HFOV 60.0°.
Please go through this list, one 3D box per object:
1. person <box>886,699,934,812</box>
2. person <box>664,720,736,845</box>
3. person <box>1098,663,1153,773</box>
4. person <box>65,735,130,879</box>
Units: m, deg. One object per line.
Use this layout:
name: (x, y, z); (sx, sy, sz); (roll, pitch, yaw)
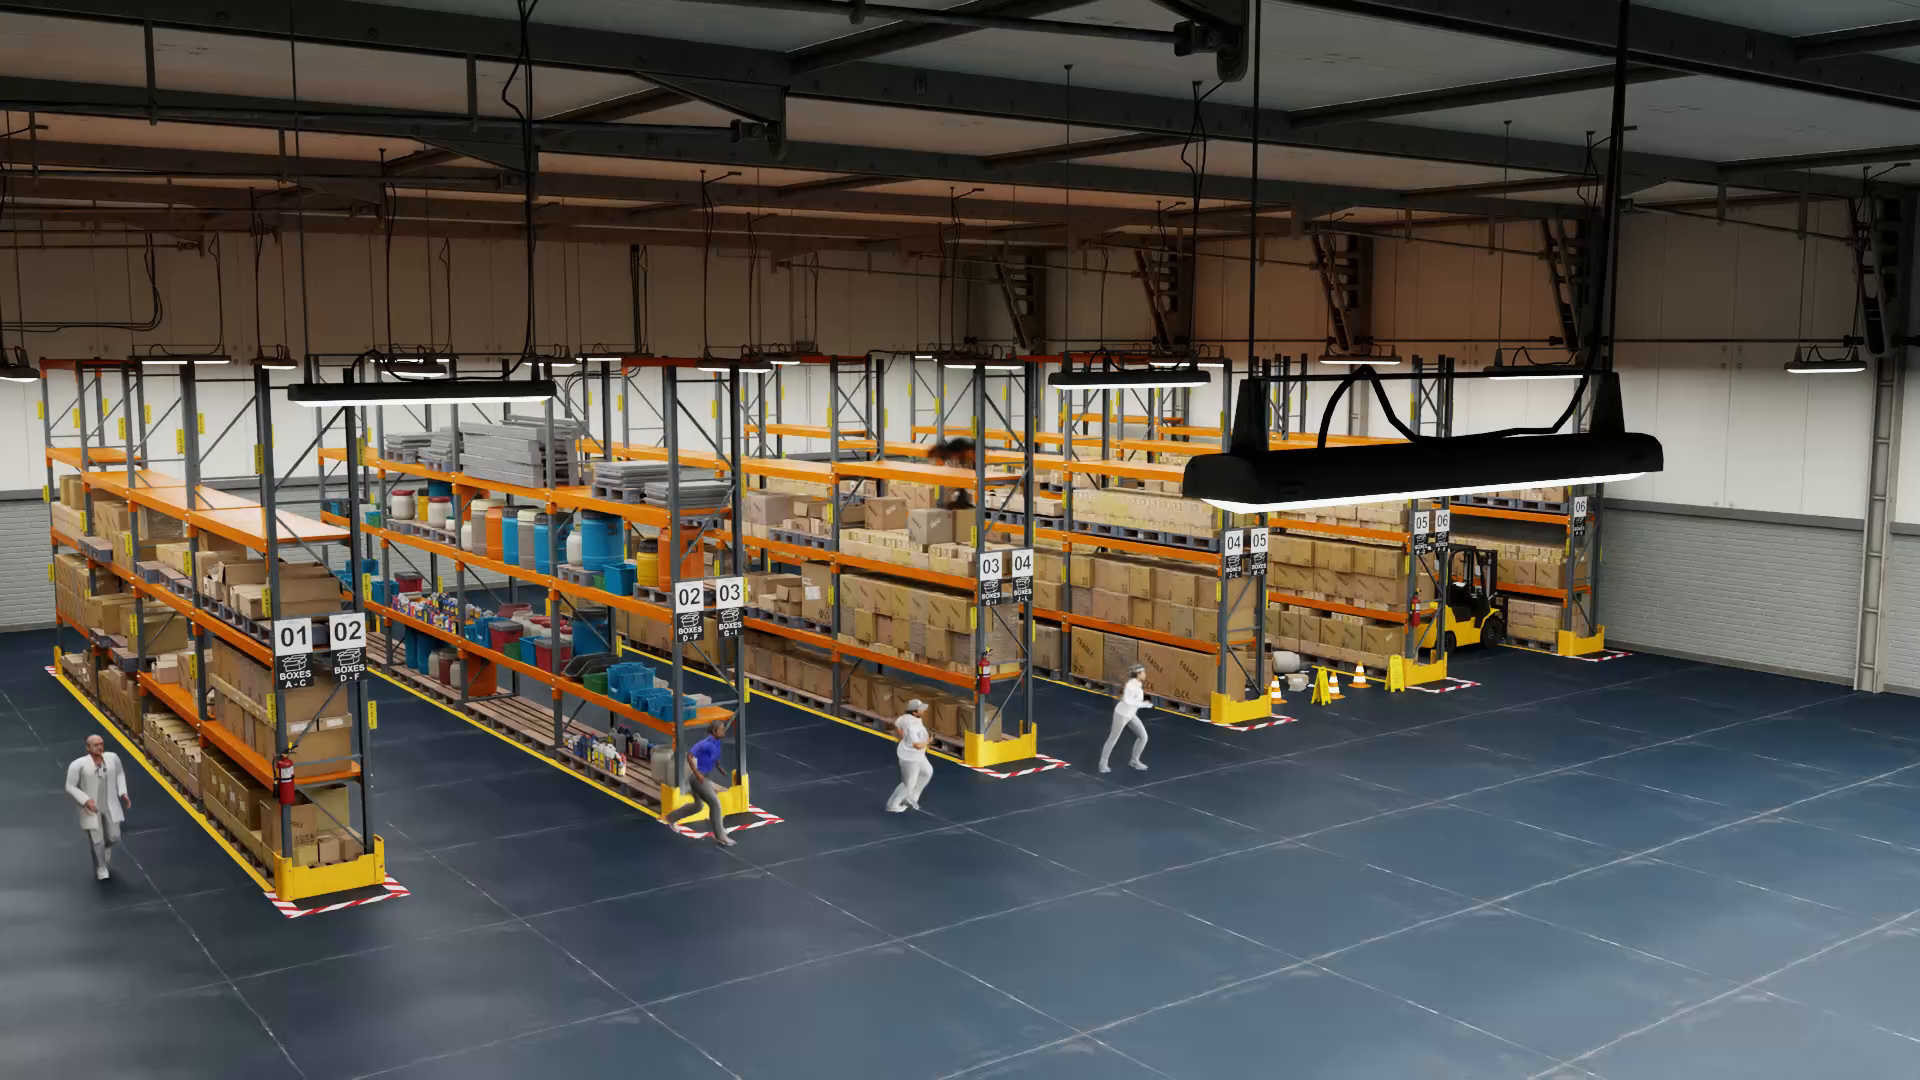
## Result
person: (-0.664, 2.889, 22.121); (0.639, 1.629, 0.736); (-1, 7, -6)
person: (-3.312, 3.055, 20.940); (0.962, 1.603, 0.621); (2, 7, 15)
person: (2.484, 2.615, 24.517); (0.785, 1.614, 0.685); (4, 8, 29)
person: (-10.137, 3.137, 19.578); (0.684, 1.724, 0.614); (-7, 9, -43)
